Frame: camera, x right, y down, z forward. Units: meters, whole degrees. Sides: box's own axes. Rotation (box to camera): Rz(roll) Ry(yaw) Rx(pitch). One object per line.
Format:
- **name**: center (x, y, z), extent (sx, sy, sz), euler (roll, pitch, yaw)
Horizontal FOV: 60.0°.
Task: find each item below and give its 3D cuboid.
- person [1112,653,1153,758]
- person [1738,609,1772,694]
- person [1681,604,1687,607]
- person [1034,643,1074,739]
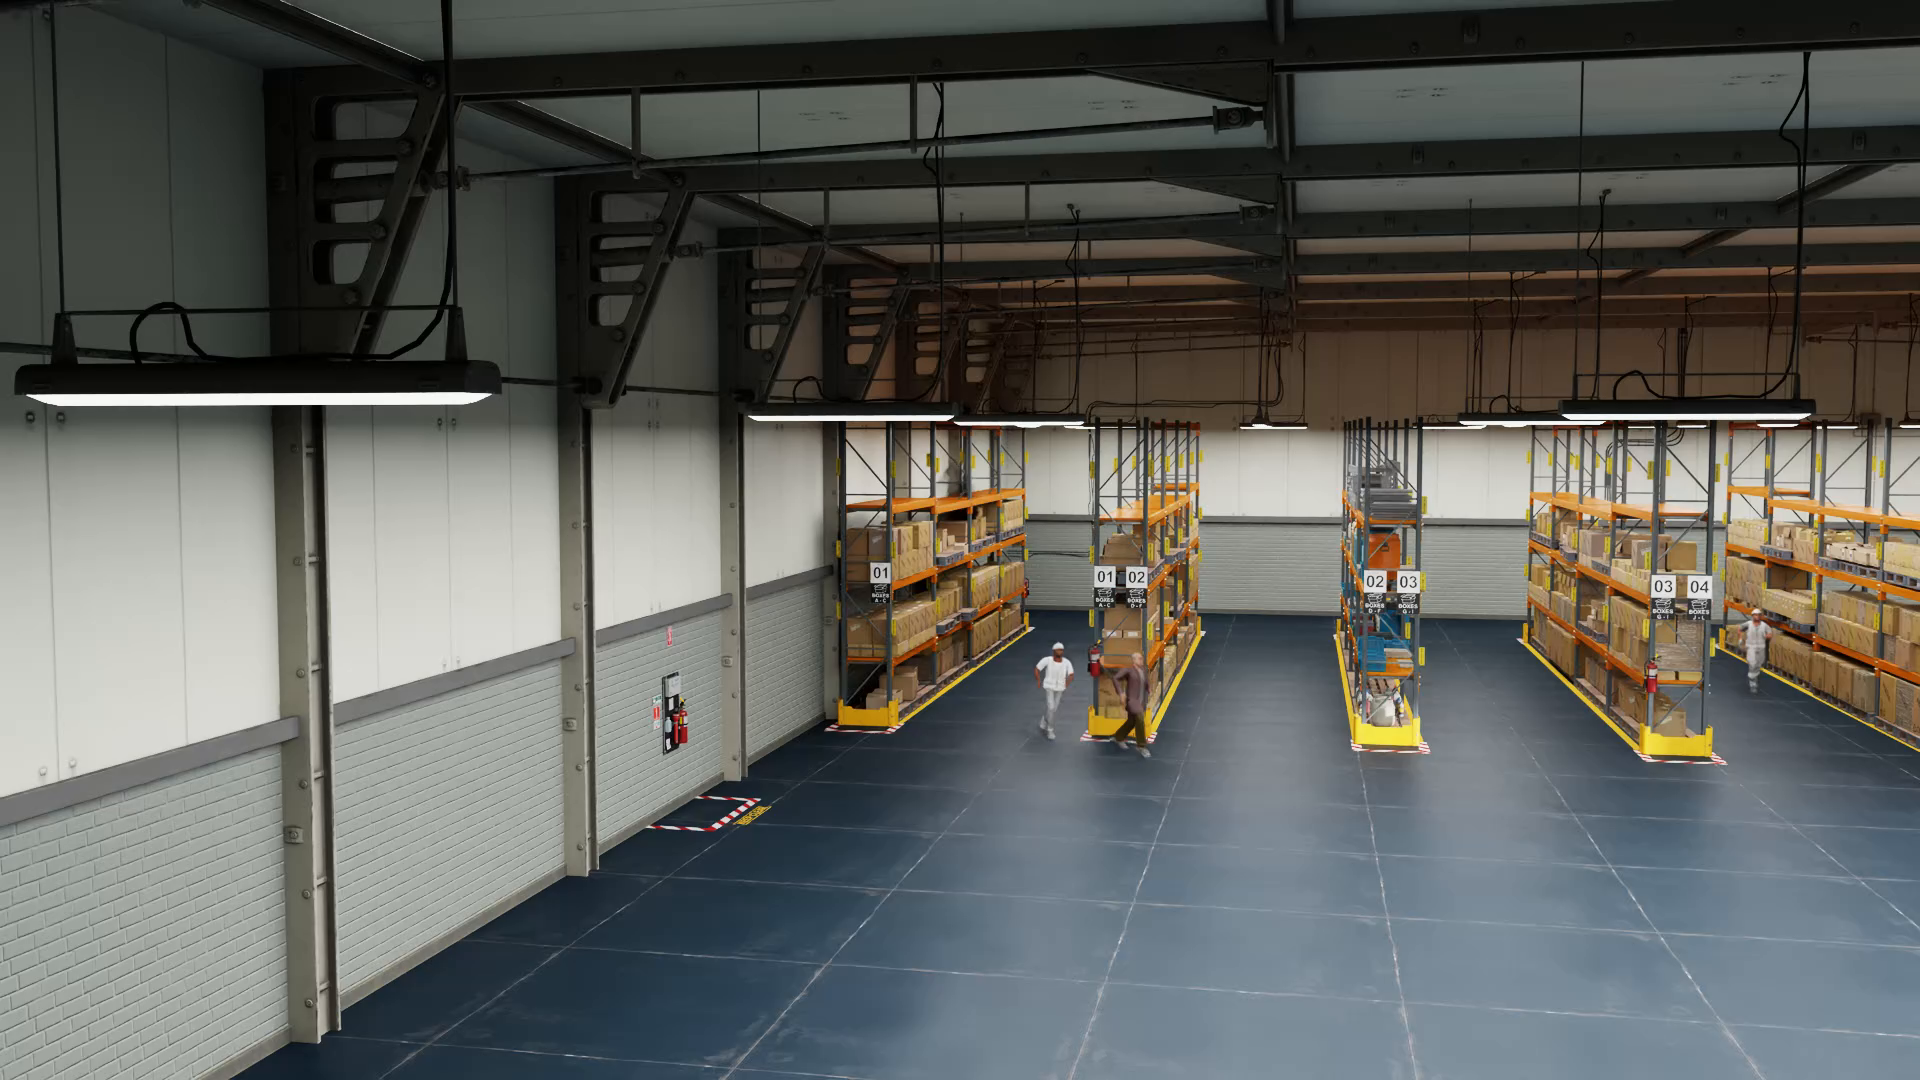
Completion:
- **person**: center (3.113, 2.913, 29.656), extent (0.956, 1.822, 0.711), euler (3, 5, 41)
- **person**: center (17.558, 2.432, 36.722), extent (0.654, 1.834, 0.835), euler (1, 4, 10)
- **person**: center (18.719, 2.162, 43.037), extent (0.526, 1.567, 0.756), euler (1, 4, 14)
- **person**: center (1.792, 2.818, 31.413), extent (0.731, 1.757, 0.823), euler (-1, 4, -17)
